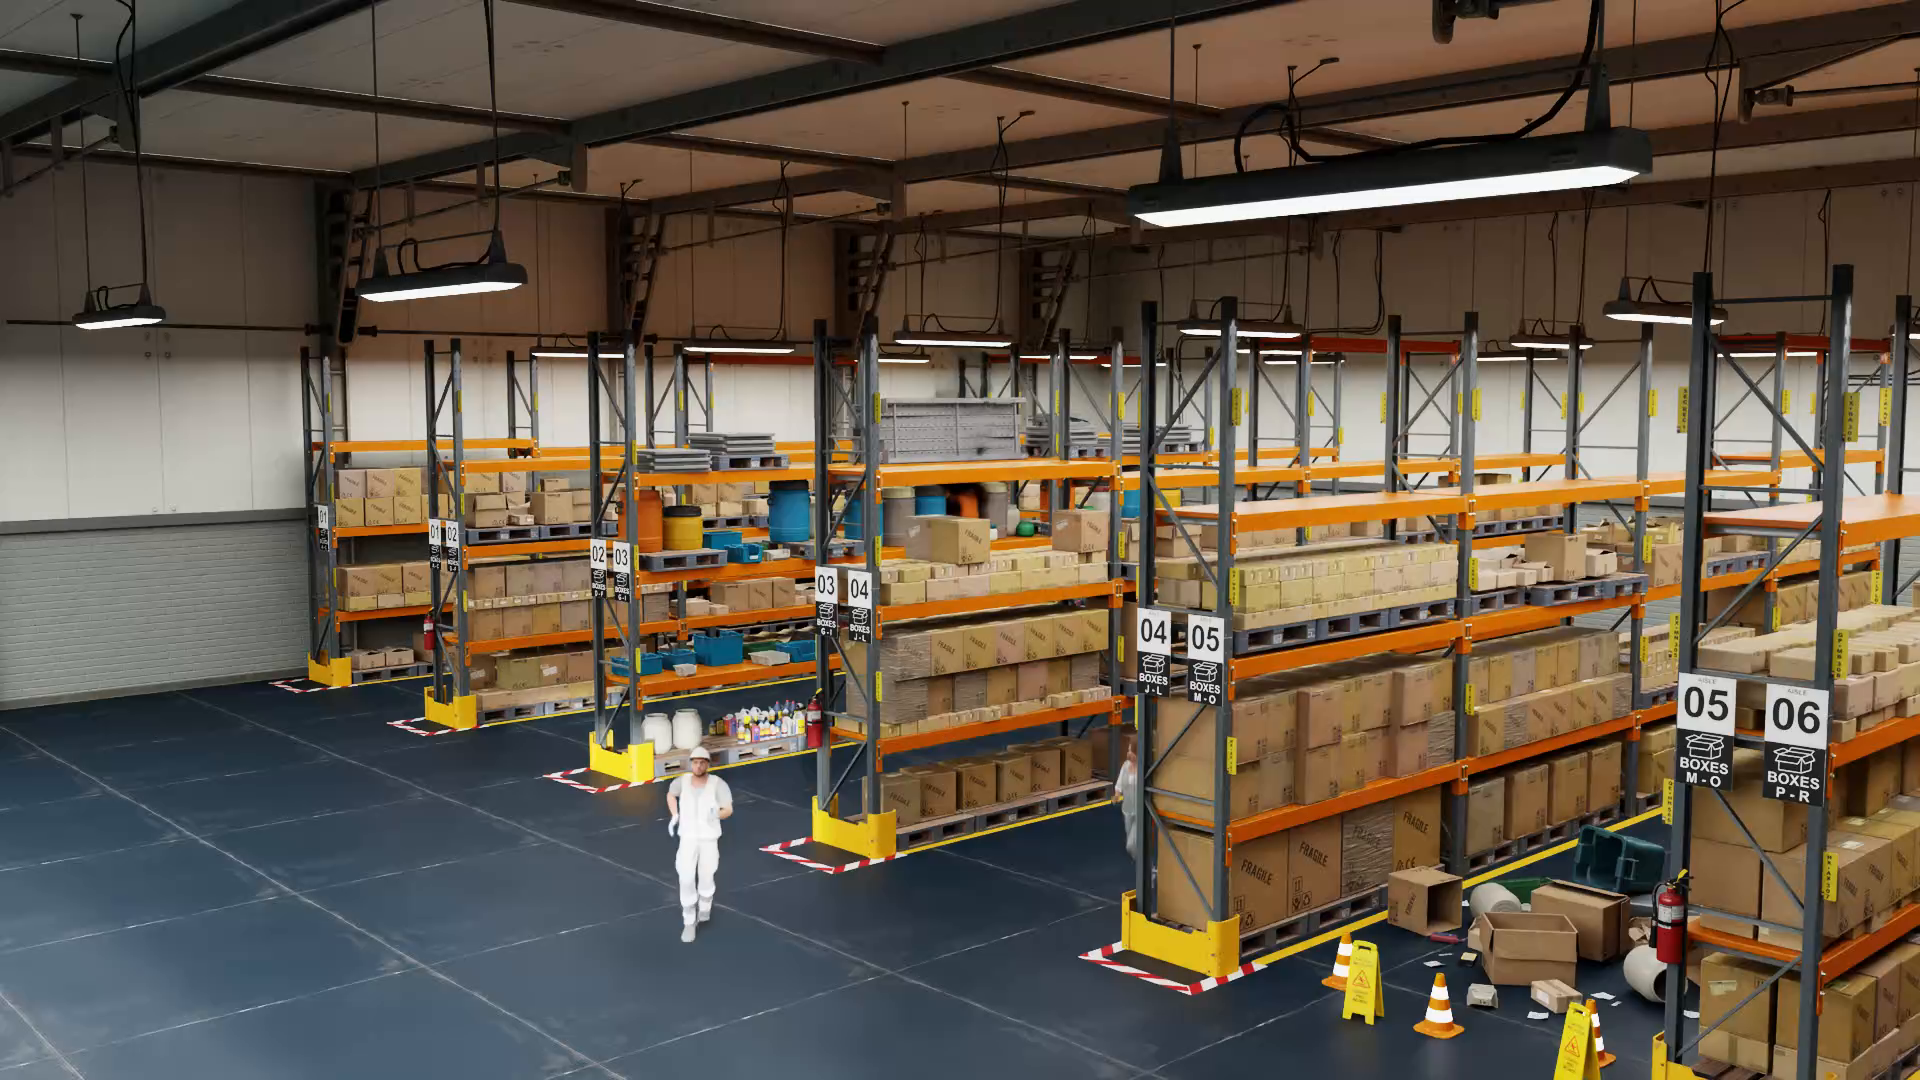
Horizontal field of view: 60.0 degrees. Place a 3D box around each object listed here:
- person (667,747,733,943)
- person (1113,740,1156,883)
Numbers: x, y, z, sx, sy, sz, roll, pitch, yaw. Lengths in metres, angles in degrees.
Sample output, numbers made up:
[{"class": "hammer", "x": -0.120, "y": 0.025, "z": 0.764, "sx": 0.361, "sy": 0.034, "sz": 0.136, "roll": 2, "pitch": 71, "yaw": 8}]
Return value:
[{"class": "person", "x": -2.485, "y": 2.883, "z": 15.882, "sx": 0.631, "sy": 1.846, "sz": 0.782, "roll": -1, "pitch": 5, "yaw": -6}, {"class": "person", "x": 1.840, "y": 2.871, "z": 17.197, "sx": 0.673, "sy": 1.625, "sz": 0.558, "roll": -5, "pitch": 7, "yaw": -45}]
